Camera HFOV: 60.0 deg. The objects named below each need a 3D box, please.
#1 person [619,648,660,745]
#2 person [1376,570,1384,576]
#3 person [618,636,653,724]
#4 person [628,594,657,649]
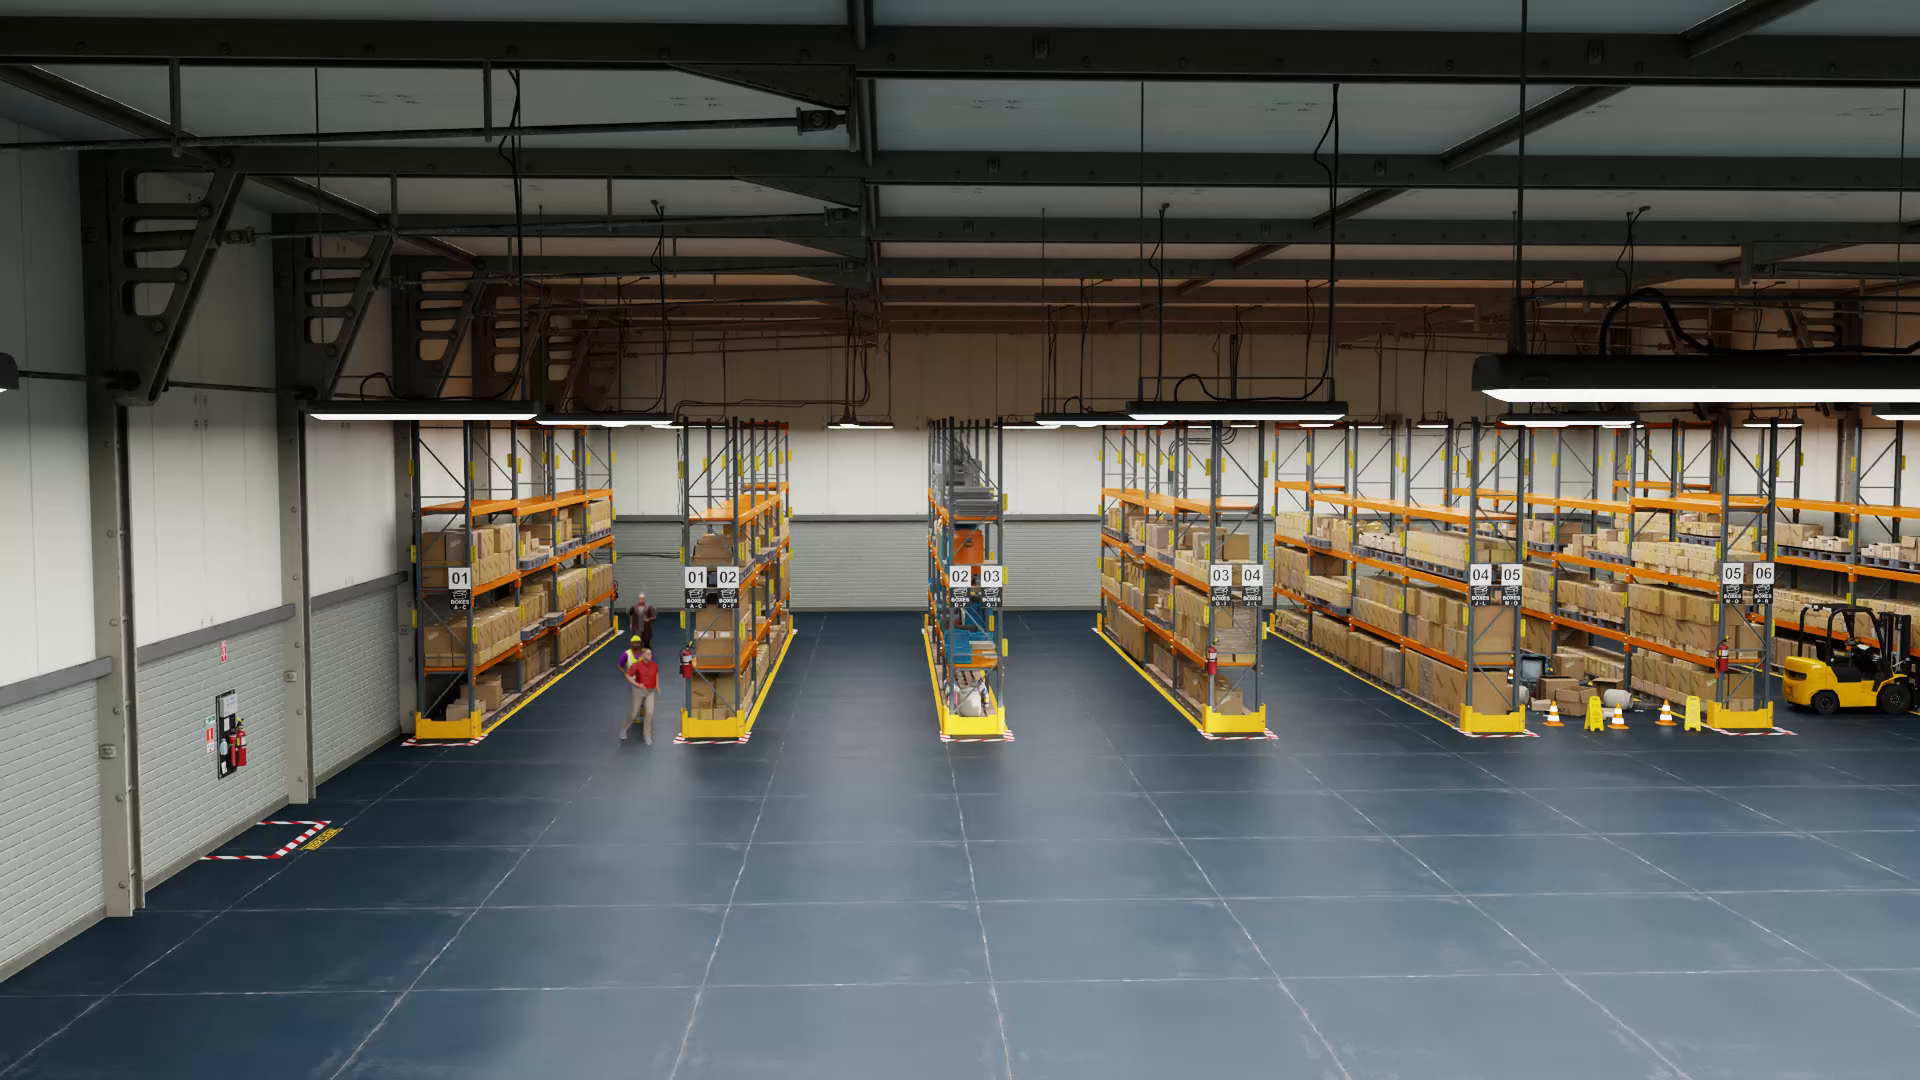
[{"bbox_3d":[-5.818,2.862,30.683,0.737,1.716,0.965,-3,5,-35],"label":"person"},{"bbox_3d":[12.393,1.700,49.186,0.565,1.636,0.552,0,4,2],"label":"person"},{"bbox_3d":[-6.364,2.731,32.676,0.697,1.717,0.609,-1,4,-18],"label":"person"},{"bbox_3d":[-7.725,2.190,40.442,0.709,1.756,0.955,0,4,-7],"label":"person"}]
